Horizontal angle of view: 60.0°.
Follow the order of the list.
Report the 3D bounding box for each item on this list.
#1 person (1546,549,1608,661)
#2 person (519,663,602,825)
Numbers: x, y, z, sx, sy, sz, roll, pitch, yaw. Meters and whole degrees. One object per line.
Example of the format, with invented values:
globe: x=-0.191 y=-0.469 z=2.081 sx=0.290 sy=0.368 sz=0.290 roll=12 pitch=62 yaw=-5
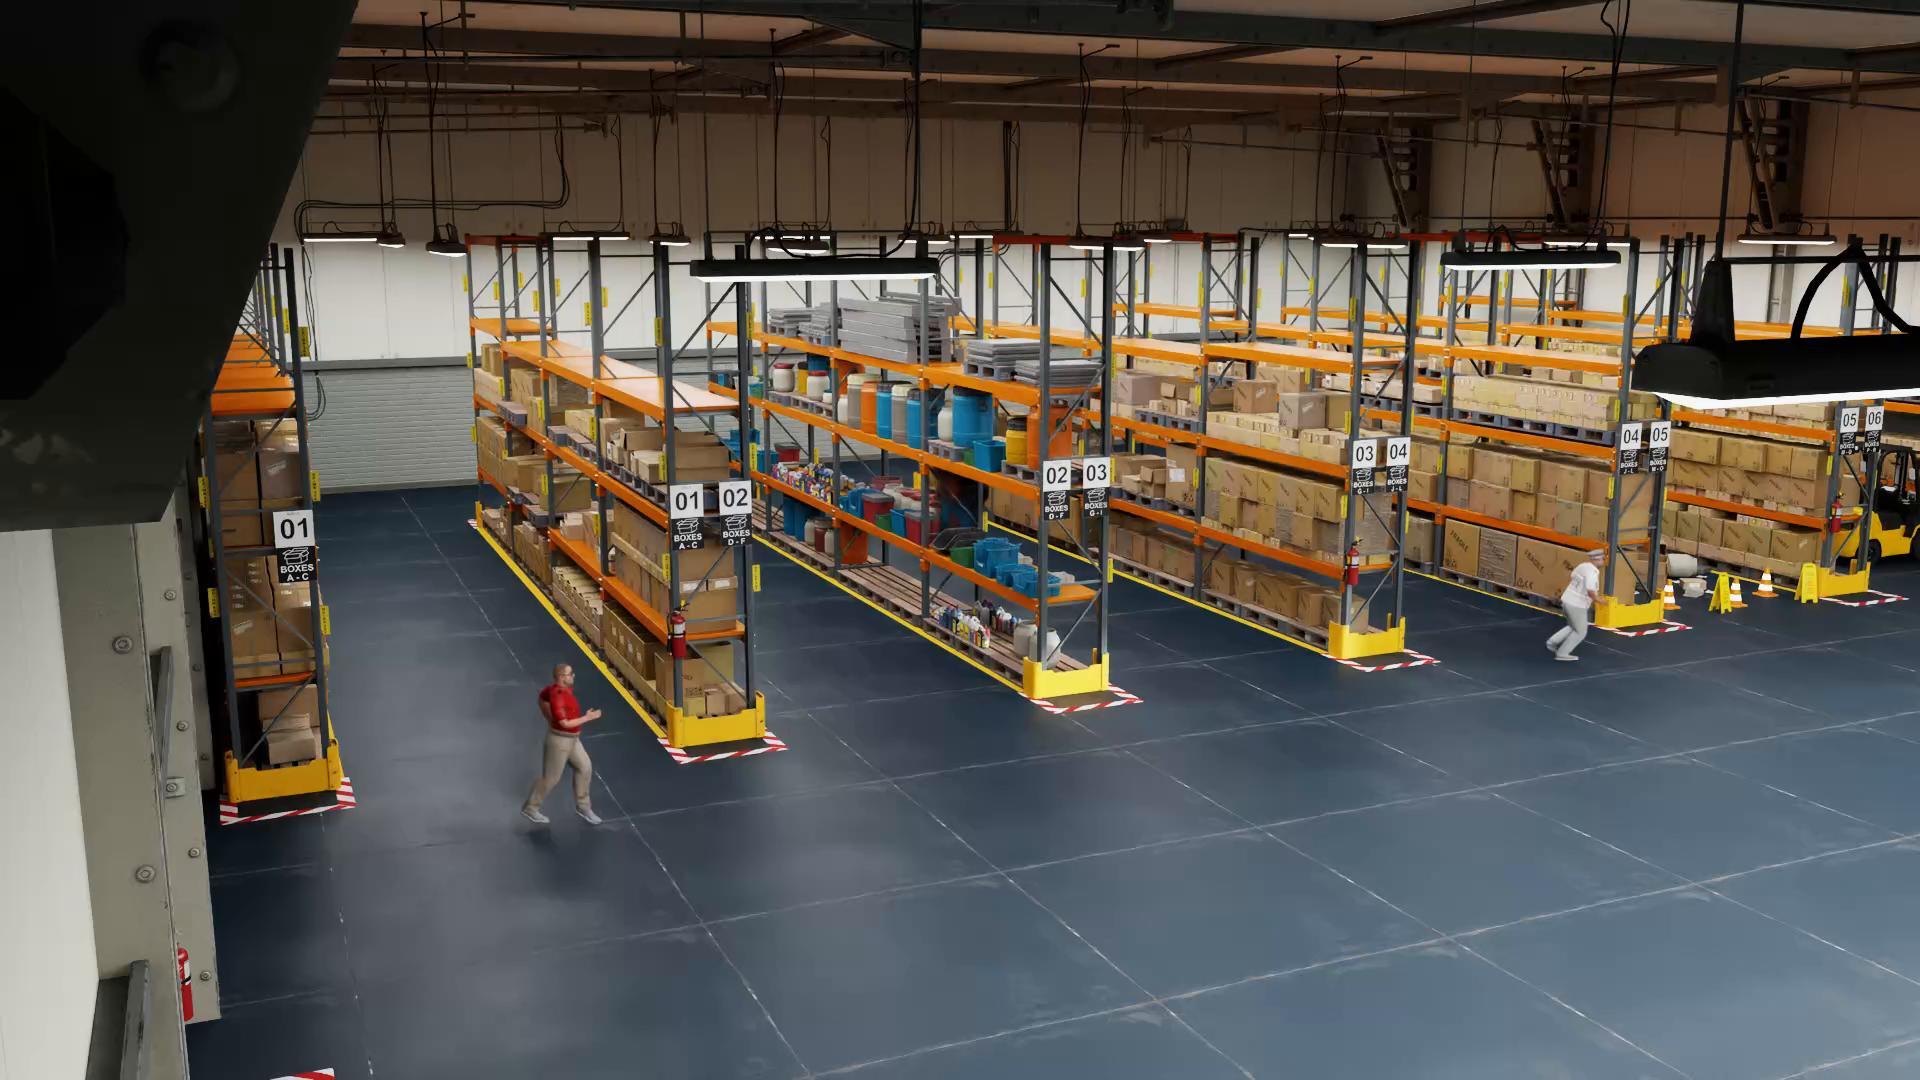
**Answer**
person: x=8.922 y=0.931 z=23.987 sx=0.795 sy=1.651 sz=0.645 roll=0 pitch=11 yaw=3
person: x=-4.189 y=2.208 z=17.440 sx=0.891 sy=1.707 sz=0.618 roll=0 pitch=11 yaw=-1
